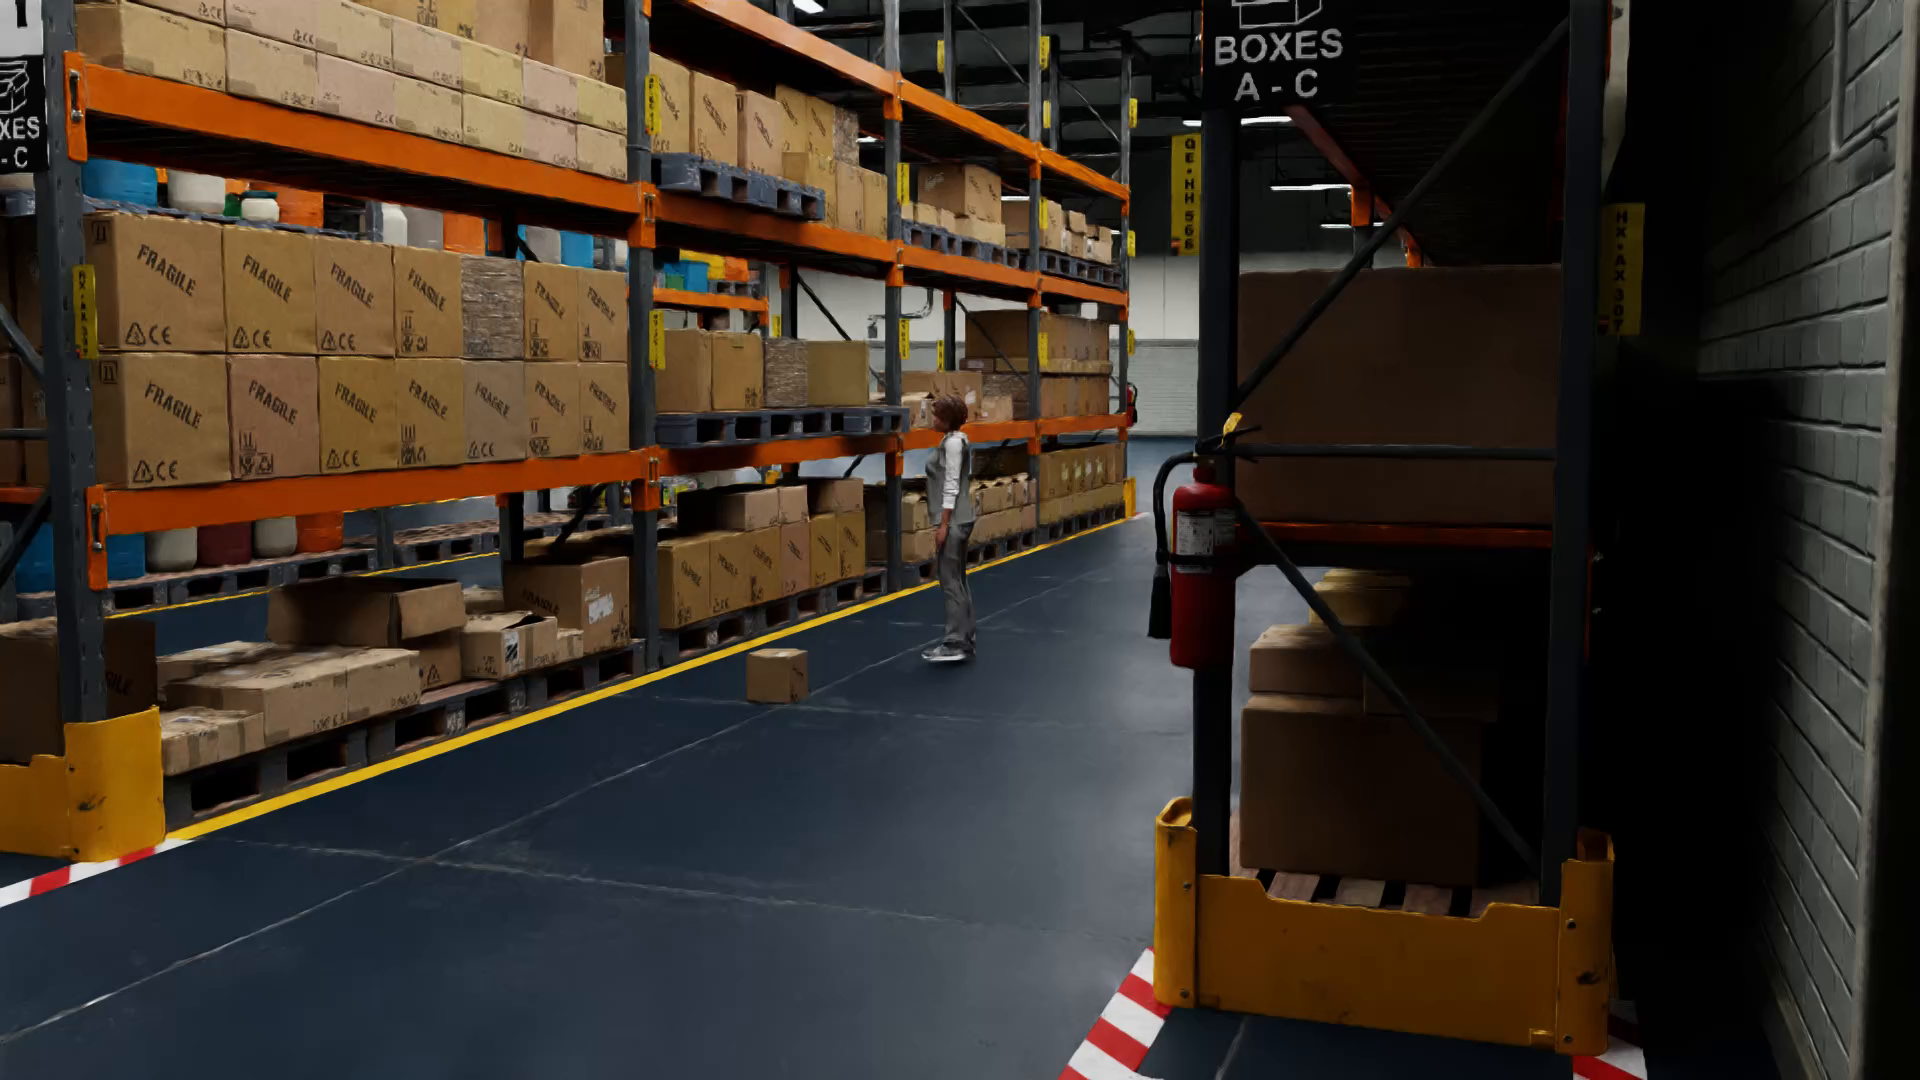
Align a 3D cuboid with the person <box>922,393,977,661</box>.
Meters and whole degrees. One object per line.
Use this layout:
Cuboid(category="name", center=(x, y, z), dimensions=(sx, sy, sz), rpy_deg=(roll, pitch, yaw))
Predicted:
Cuboid(category="person", center=(-0.061, -0.075, 9.986), dimensions=(0.331, 1.606, 0.488), rpy_deg=(1, 5, 6))
